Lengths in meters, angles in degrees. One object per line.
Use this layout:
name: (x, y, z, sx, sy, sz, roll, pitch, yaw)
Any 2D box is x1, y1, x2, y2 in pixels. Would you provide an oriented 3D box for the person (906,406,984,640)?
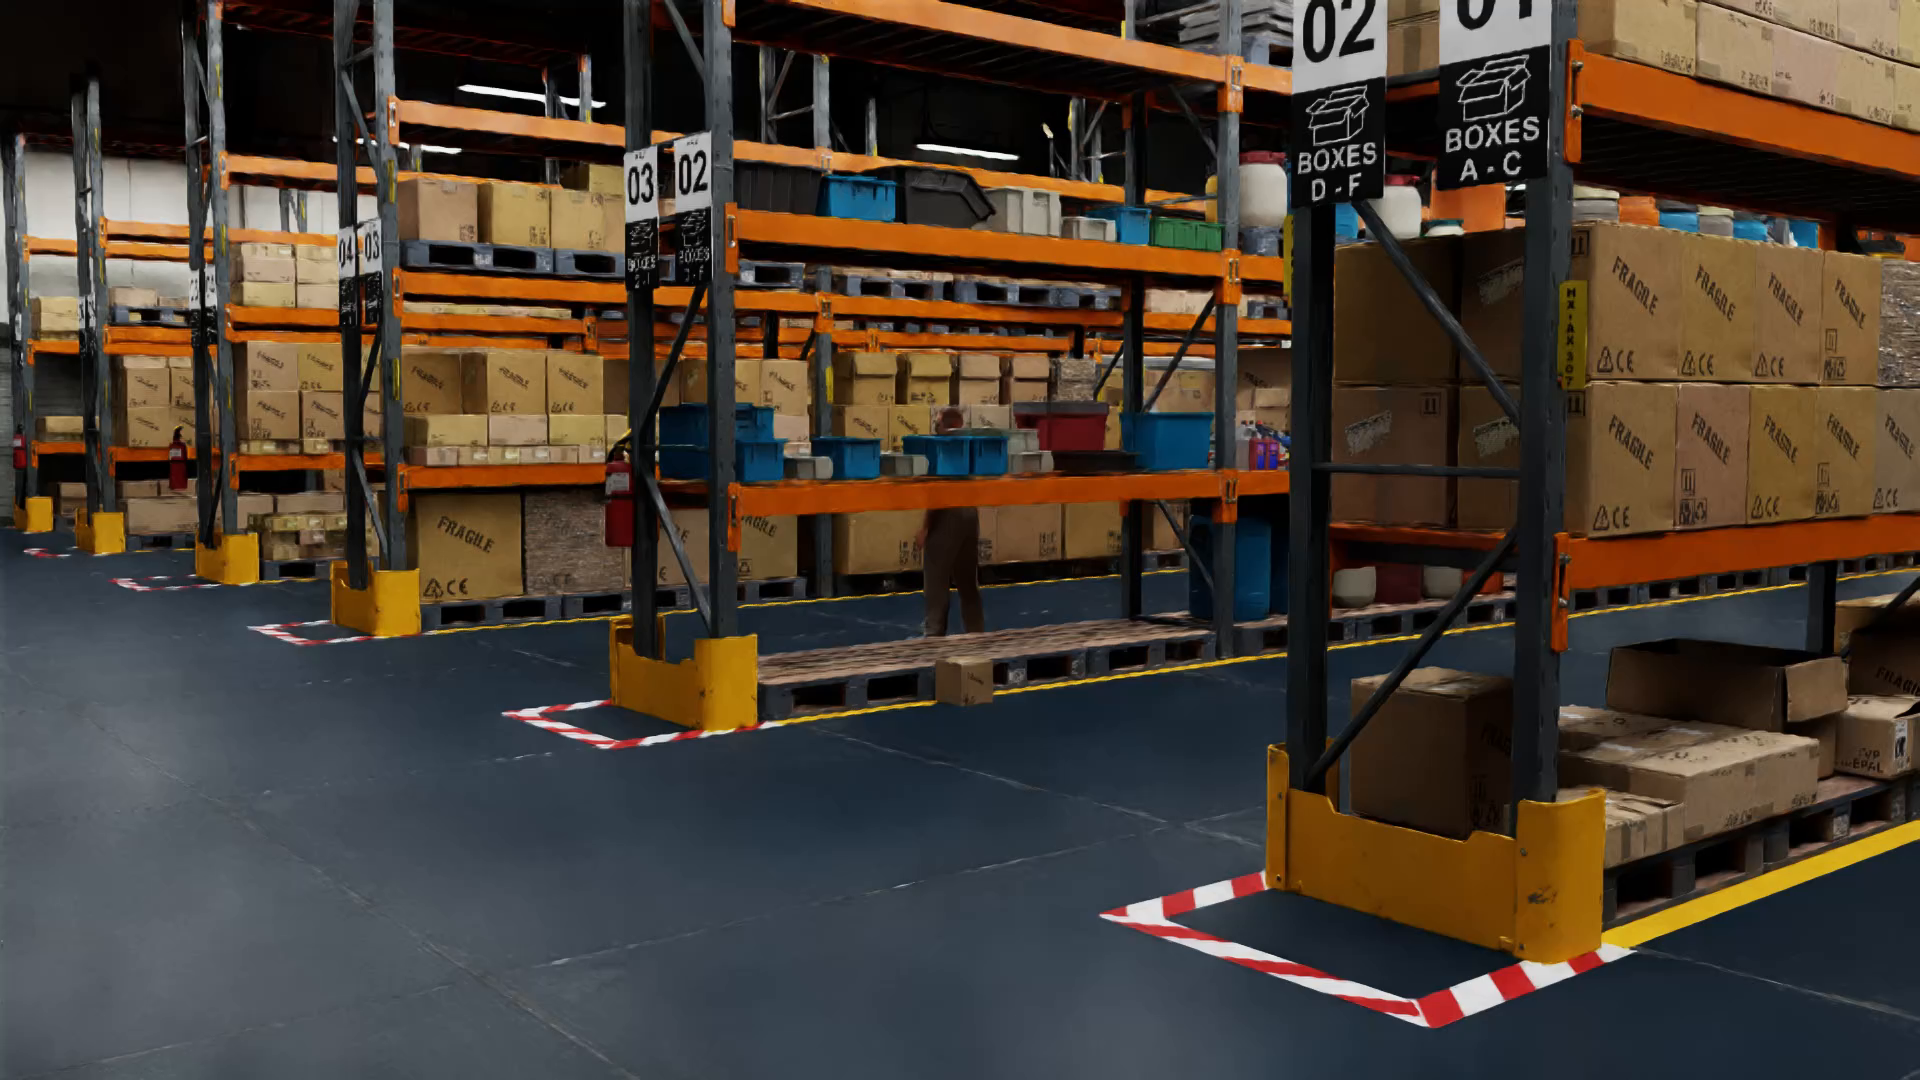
person: (-0.107, -0.078, 11.810, 0.474, 1.737, 0.608, 3, 5, 33)
